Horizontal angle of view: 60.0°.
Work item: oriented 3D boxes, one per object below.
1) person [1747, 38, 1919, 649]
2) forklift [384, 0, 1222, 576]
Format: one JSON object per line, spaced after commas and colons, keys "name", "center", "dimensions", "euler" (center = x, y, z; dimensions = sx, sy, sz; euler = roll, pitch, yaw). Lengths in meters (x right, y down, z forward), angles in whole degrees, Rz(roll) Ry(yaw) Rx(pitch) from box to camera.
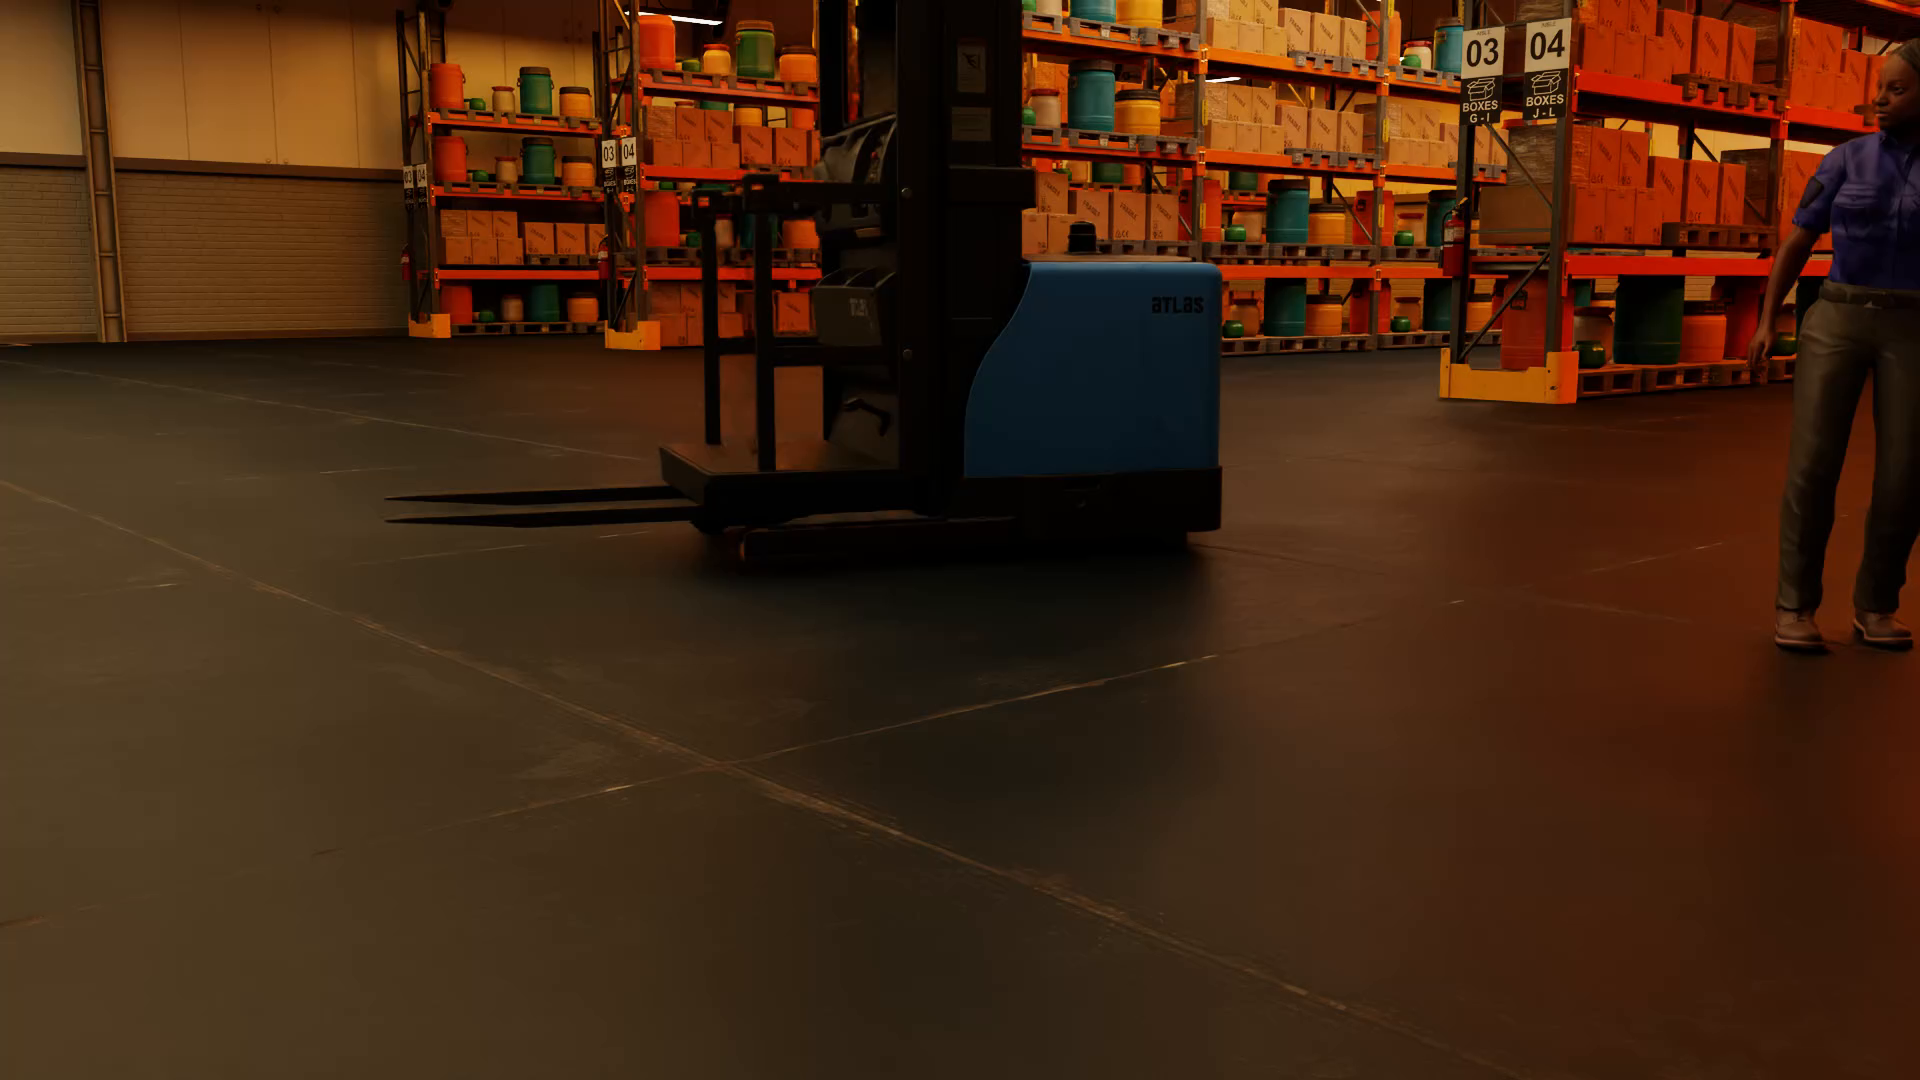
{"name": "person", "center": [2.511, -0.521, 4.563], "dimensions": [0.637, 1.637, 0.444], "euler": [4, 10, 26]}
{"name": "forklift", "center": [-0.578, -1.416, 6.106], "dimensions": [3.031, 2.935, 1.130], "euler": [-3, 9, -19]}
